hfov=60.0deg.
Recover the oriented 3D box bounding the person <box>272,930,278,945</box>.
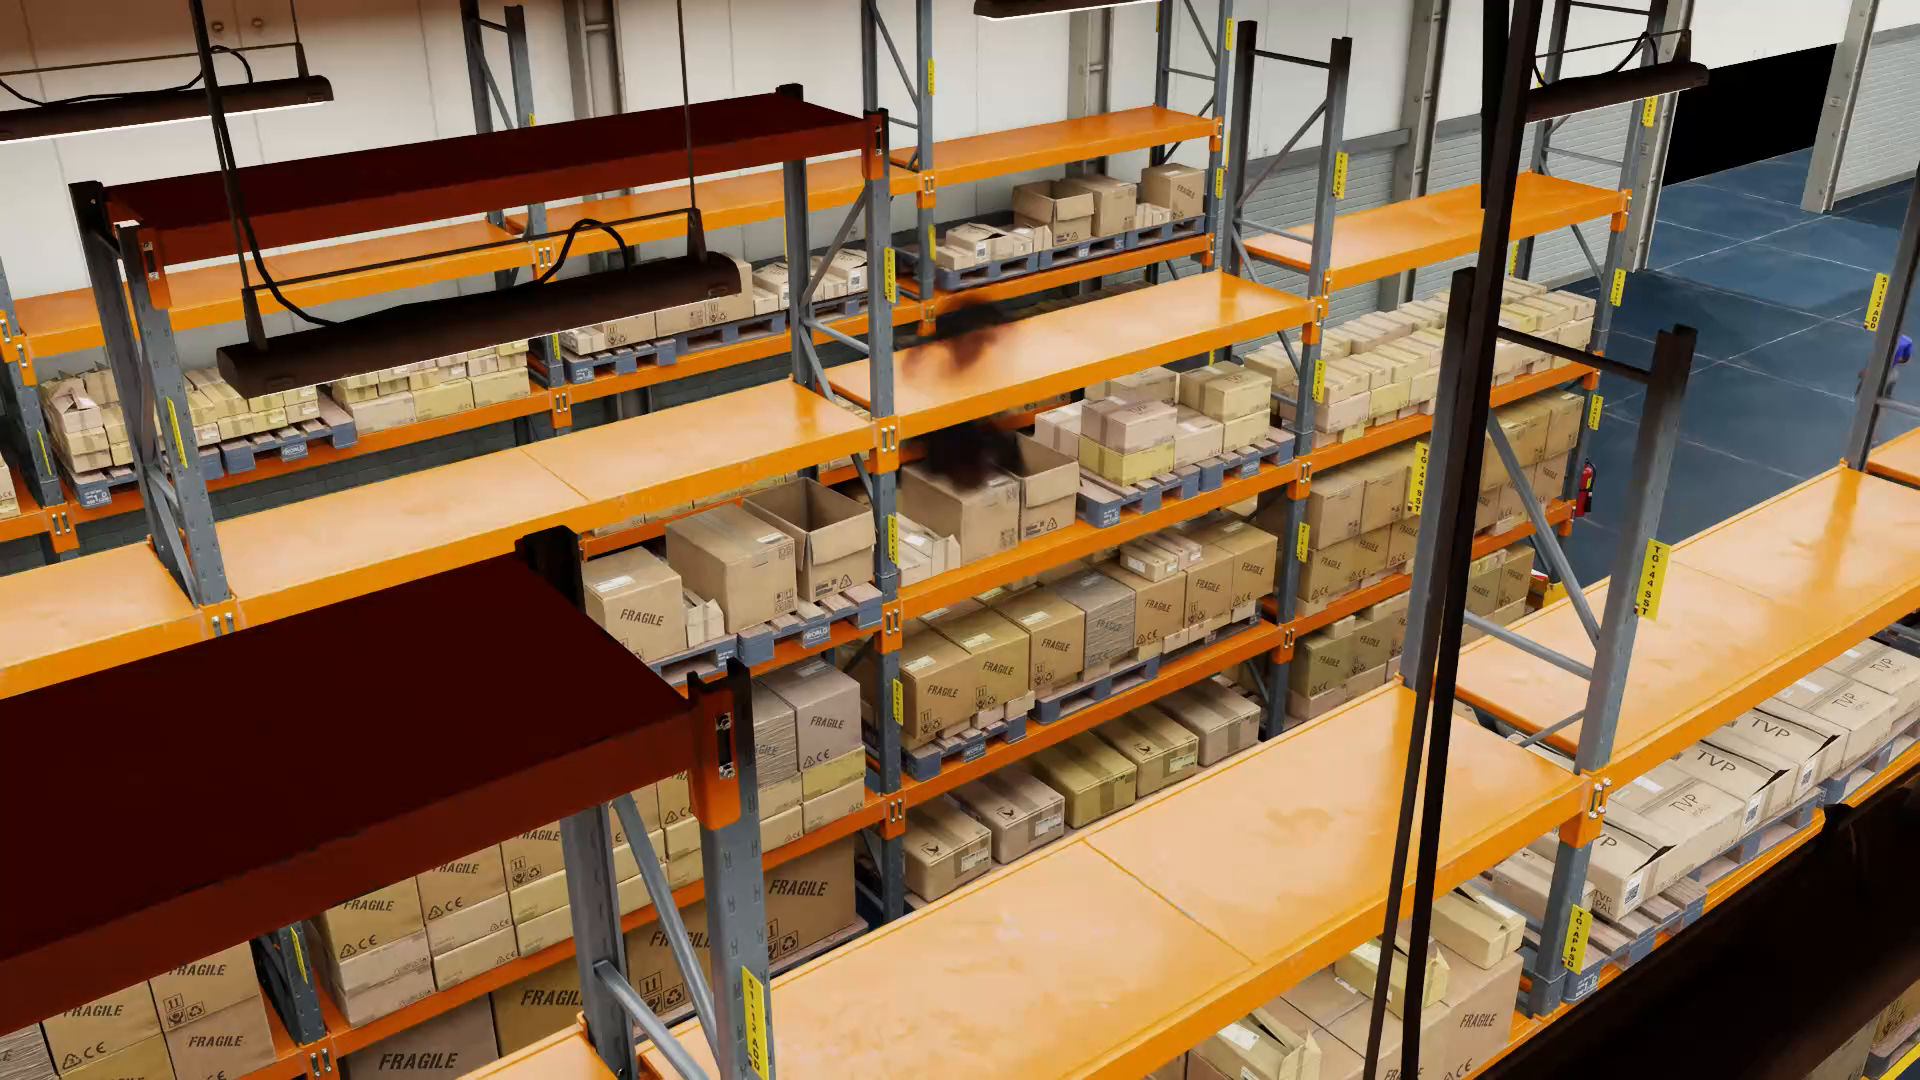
[{"bbox_3d":[-4.607,2.371,11.386,0.720,1.654,0.567,-19,32,-34],"label":"person"}]

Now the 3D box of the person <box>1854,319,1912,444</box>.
[{"bbox_3d":[11.252,-2.012,20.372,0.558,1.619,0.587,3,26,6],"label":"person"}]
